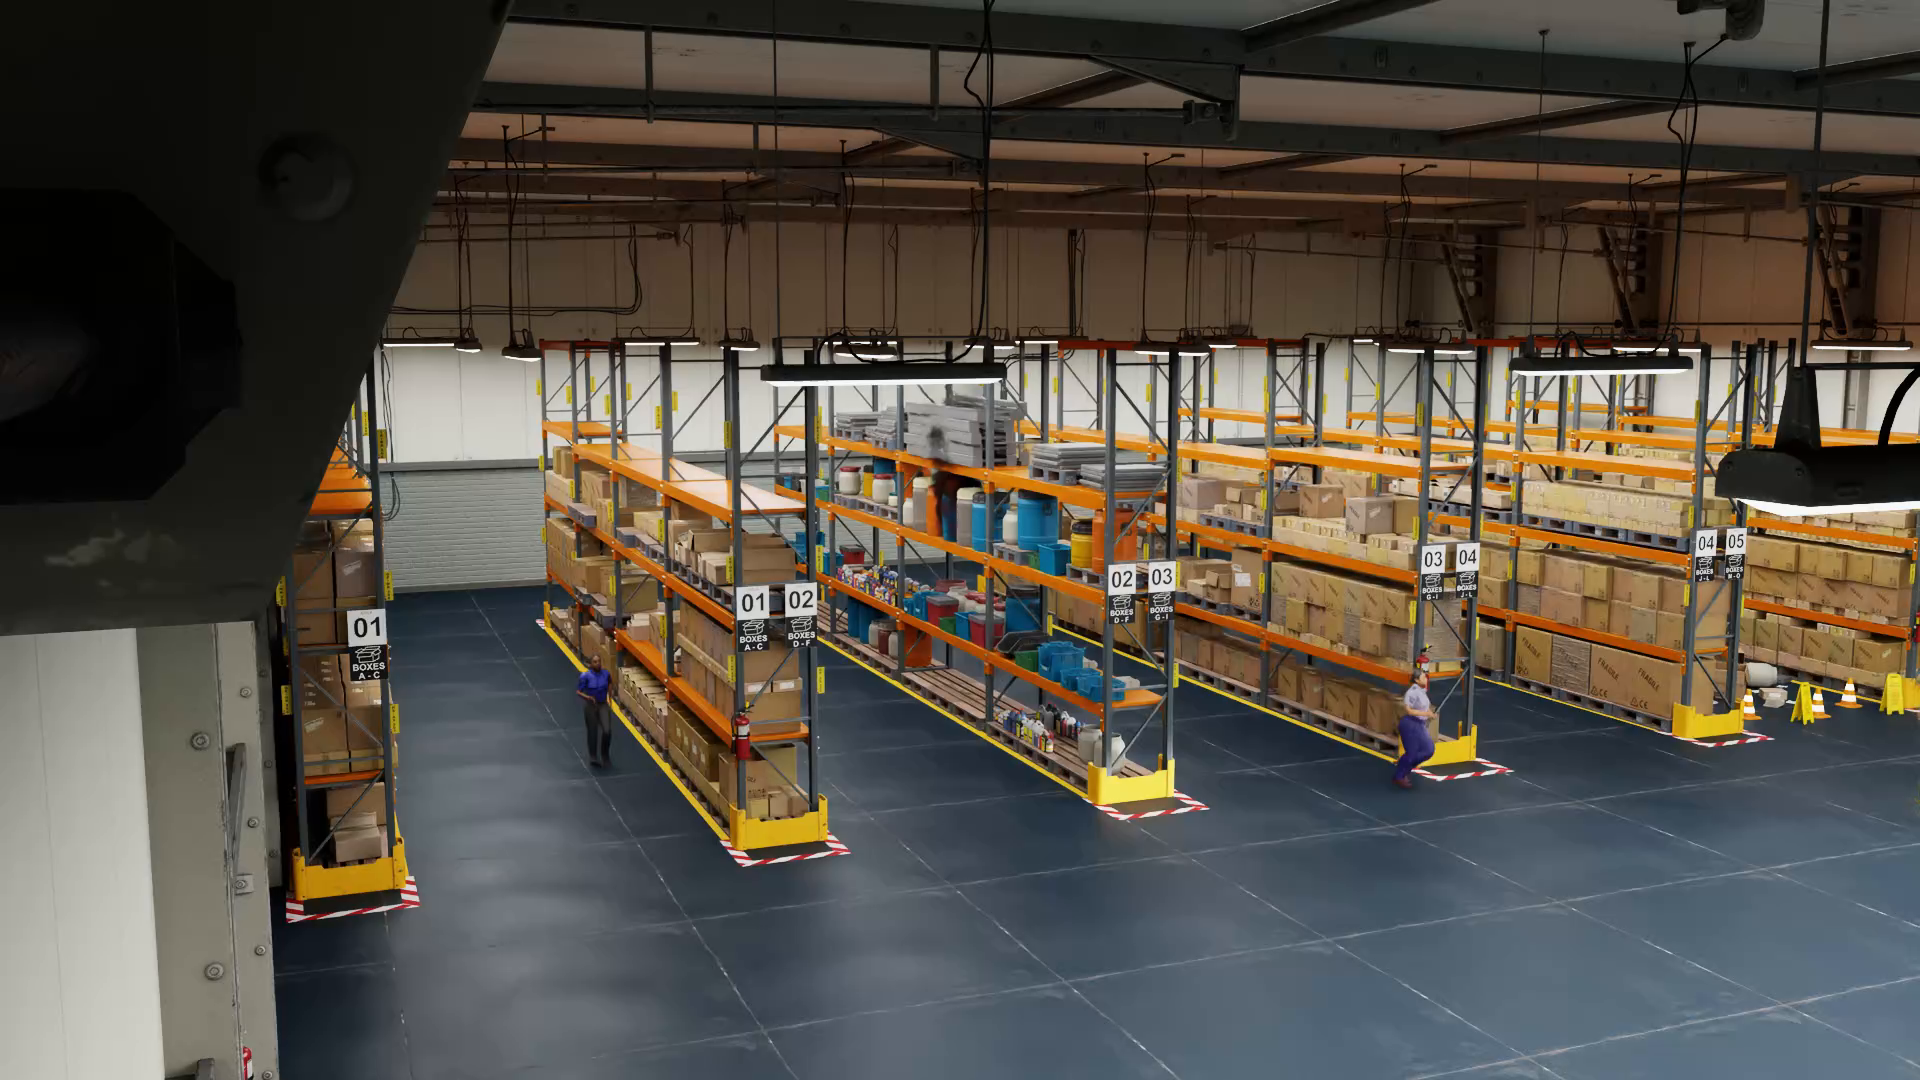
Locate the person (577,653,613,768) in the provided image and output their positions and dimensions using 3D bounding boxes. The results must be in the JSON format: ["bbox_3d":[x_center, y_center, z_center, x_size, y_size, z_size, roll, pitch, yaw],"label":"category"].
[{"bbox_3d":[-5.184,2.455,23.760,0.572,1.673,0.697,-3,8,-24],"label":"person"}]

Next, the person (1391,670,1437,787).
[{"bbox_3d":[6.296,2.586,22.839,0.585,1.583,0.615,5,9,34],"label":"person"}]
